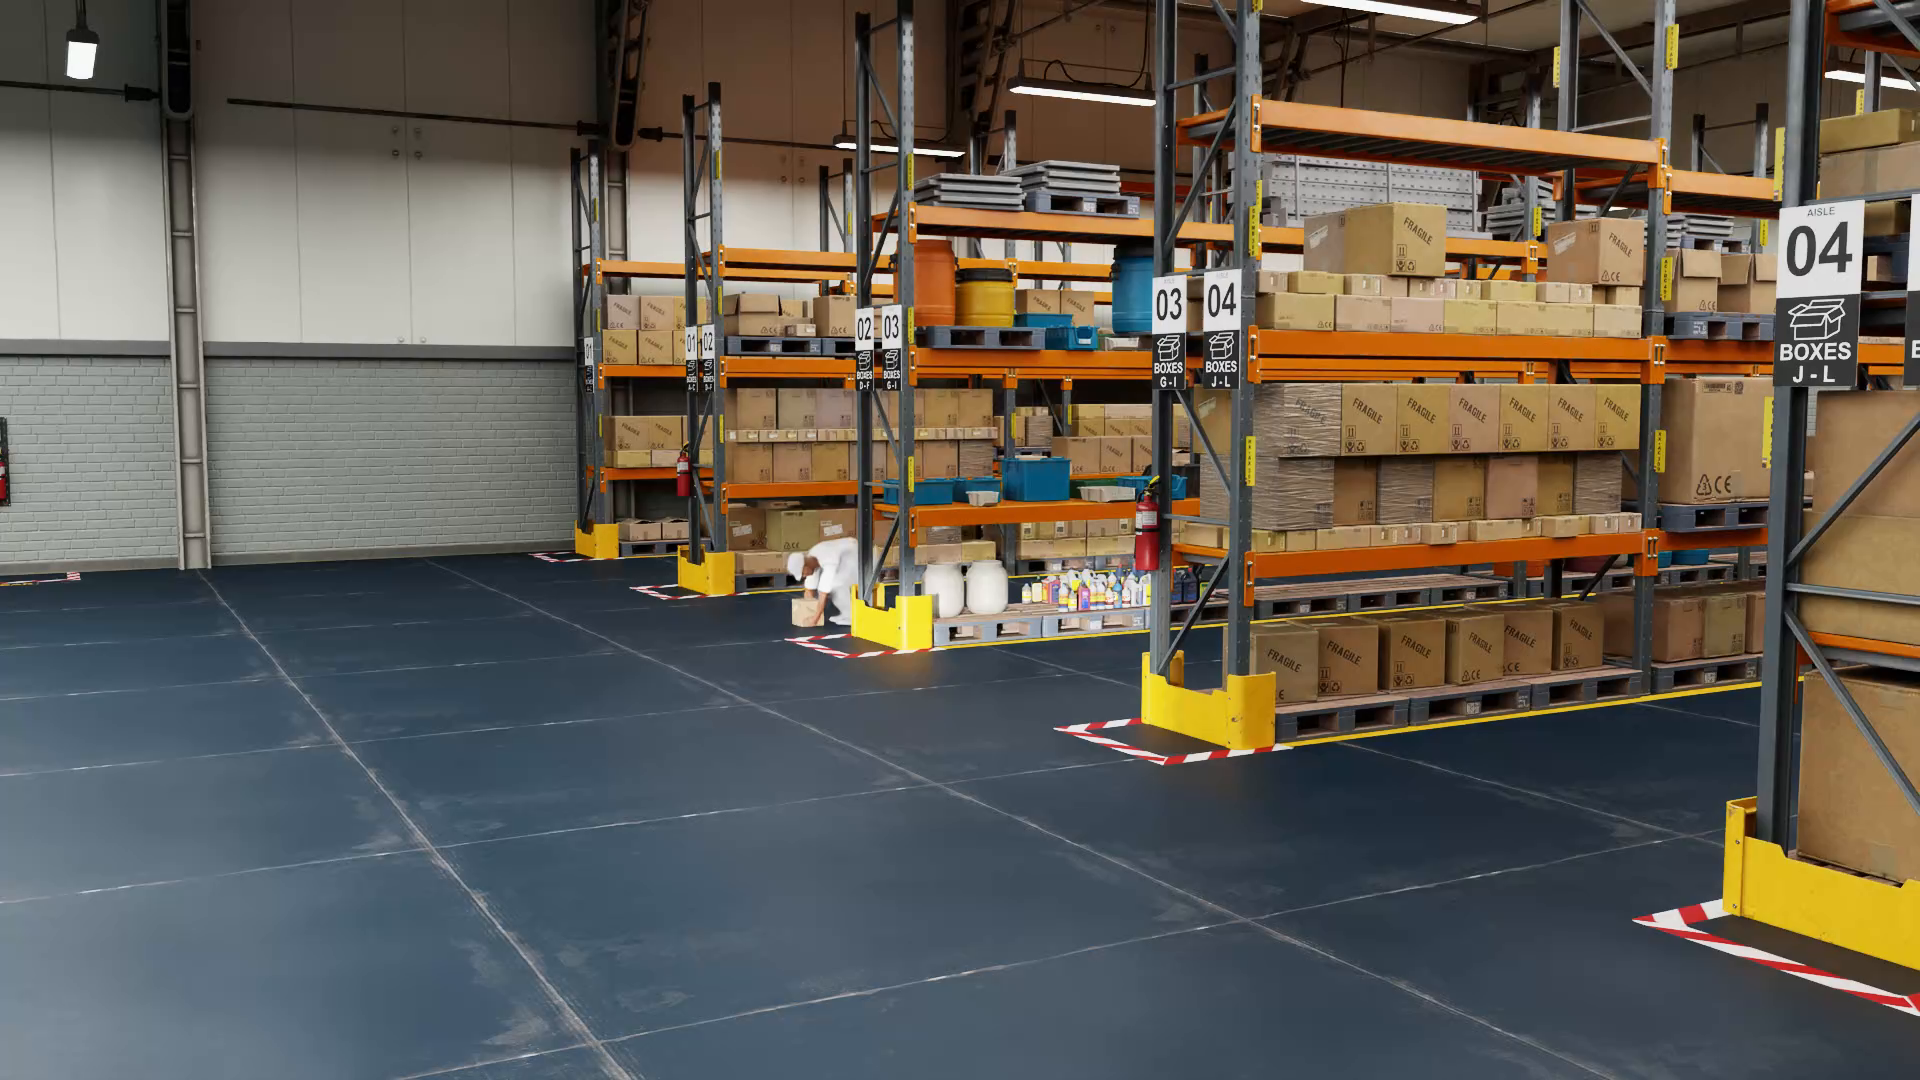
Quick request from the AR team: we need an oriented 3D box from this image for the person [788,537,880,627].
[{"bbox_3d":[-1.318,0.433,17.218,0.976,0.907,0.547,-3,6,-31],"label":"person"}]
